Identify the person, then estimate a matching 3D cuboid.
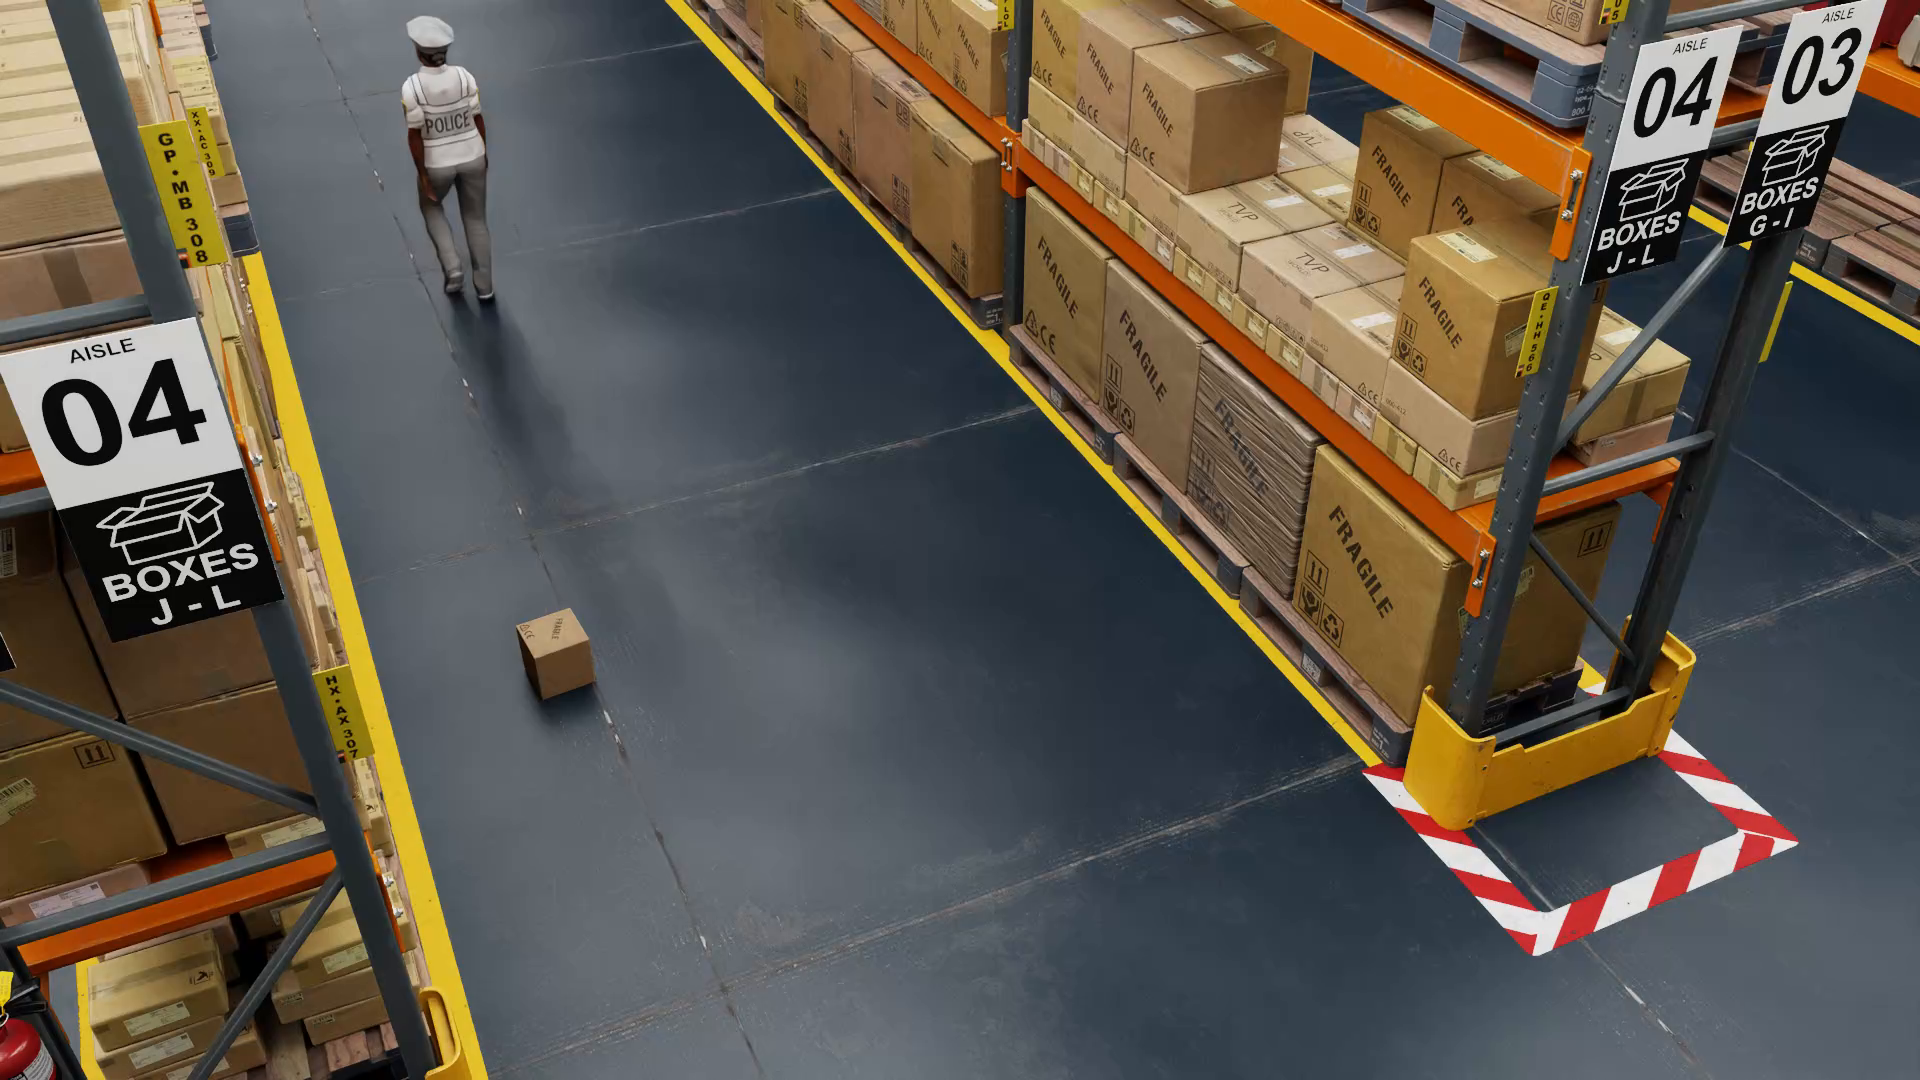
[{"bbox_3d":[-2.971,-2.205,9.699,0.456,1.722,0.465,-17,41,-21],"label":"person"}]
